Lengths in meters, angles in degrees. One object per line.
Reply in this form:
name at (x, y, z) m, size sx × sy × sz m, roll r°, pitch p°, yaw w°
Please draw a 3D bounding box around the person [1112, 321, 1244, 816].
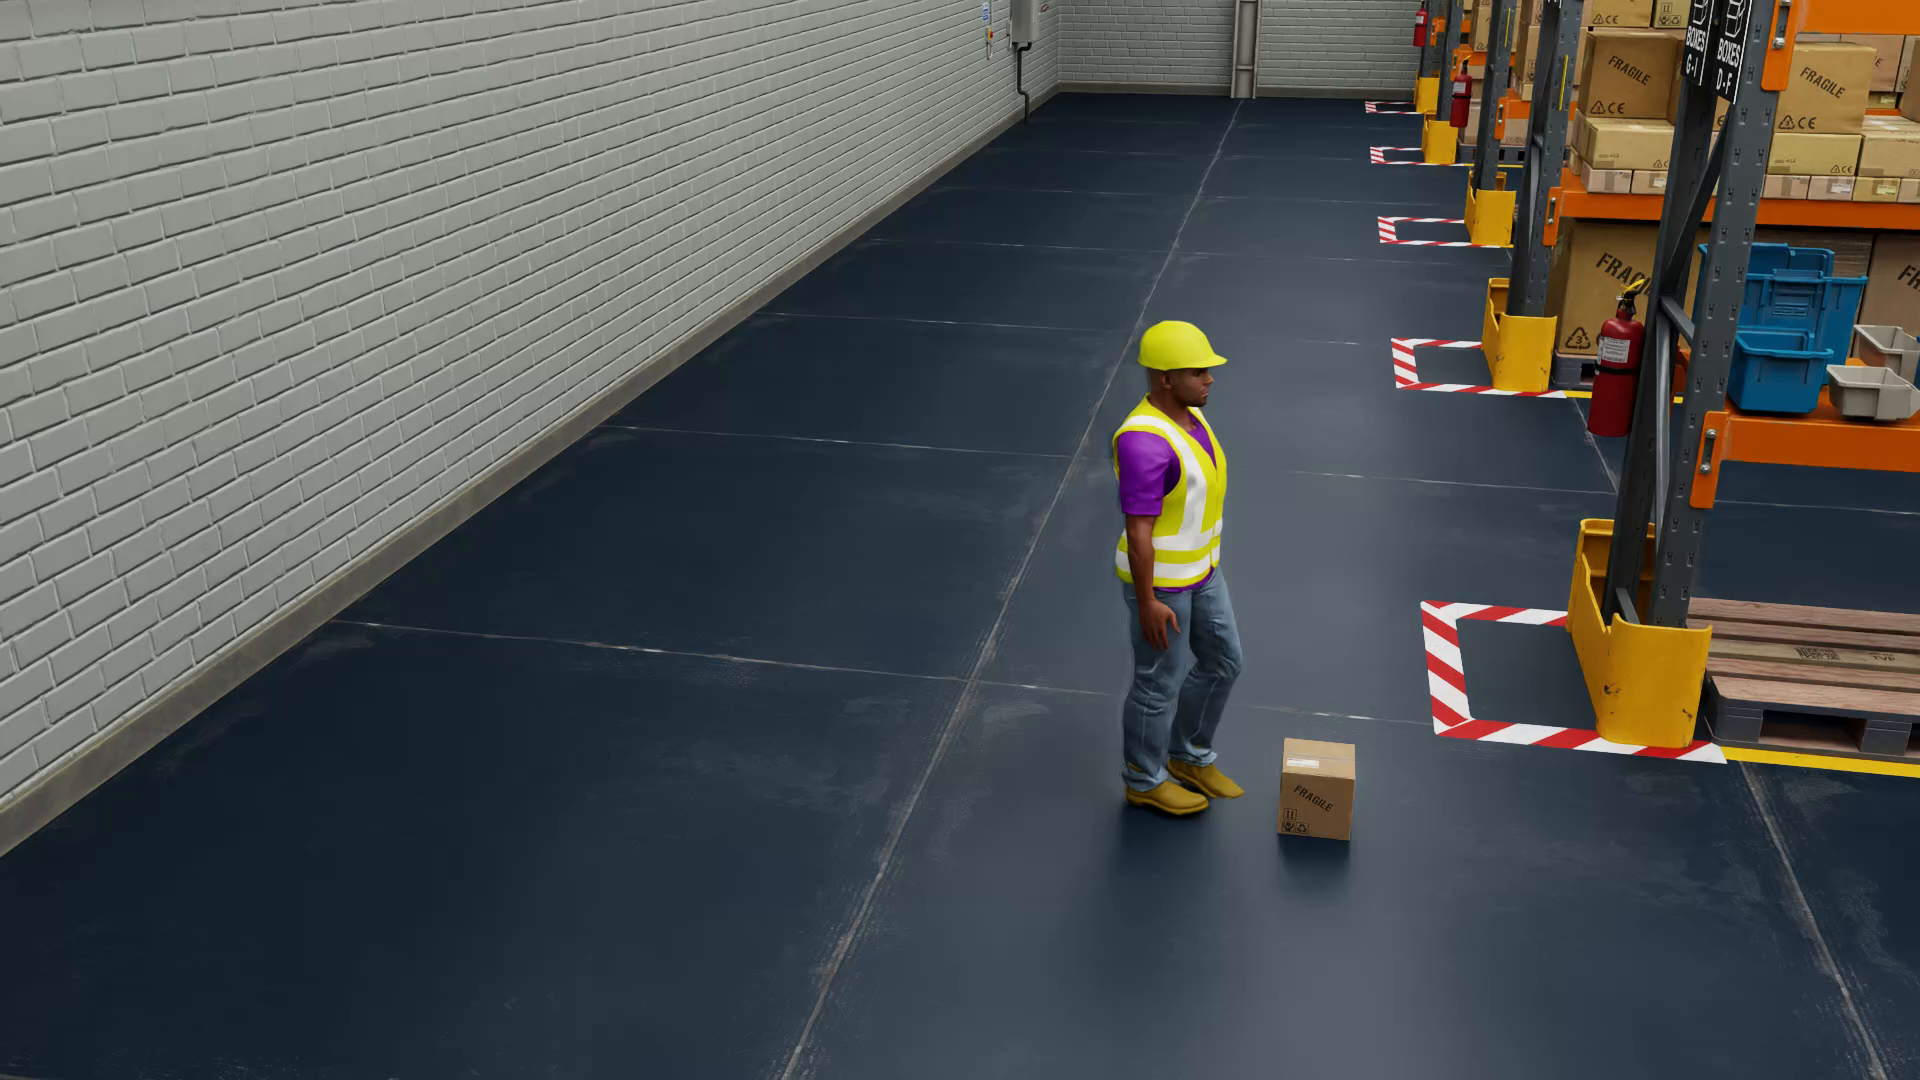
person at (0.753, 0.143, 5.709) m, size 0.453 × 1.806 × 0.591 m, roll 11°, pitch 24°, yaw 25°
